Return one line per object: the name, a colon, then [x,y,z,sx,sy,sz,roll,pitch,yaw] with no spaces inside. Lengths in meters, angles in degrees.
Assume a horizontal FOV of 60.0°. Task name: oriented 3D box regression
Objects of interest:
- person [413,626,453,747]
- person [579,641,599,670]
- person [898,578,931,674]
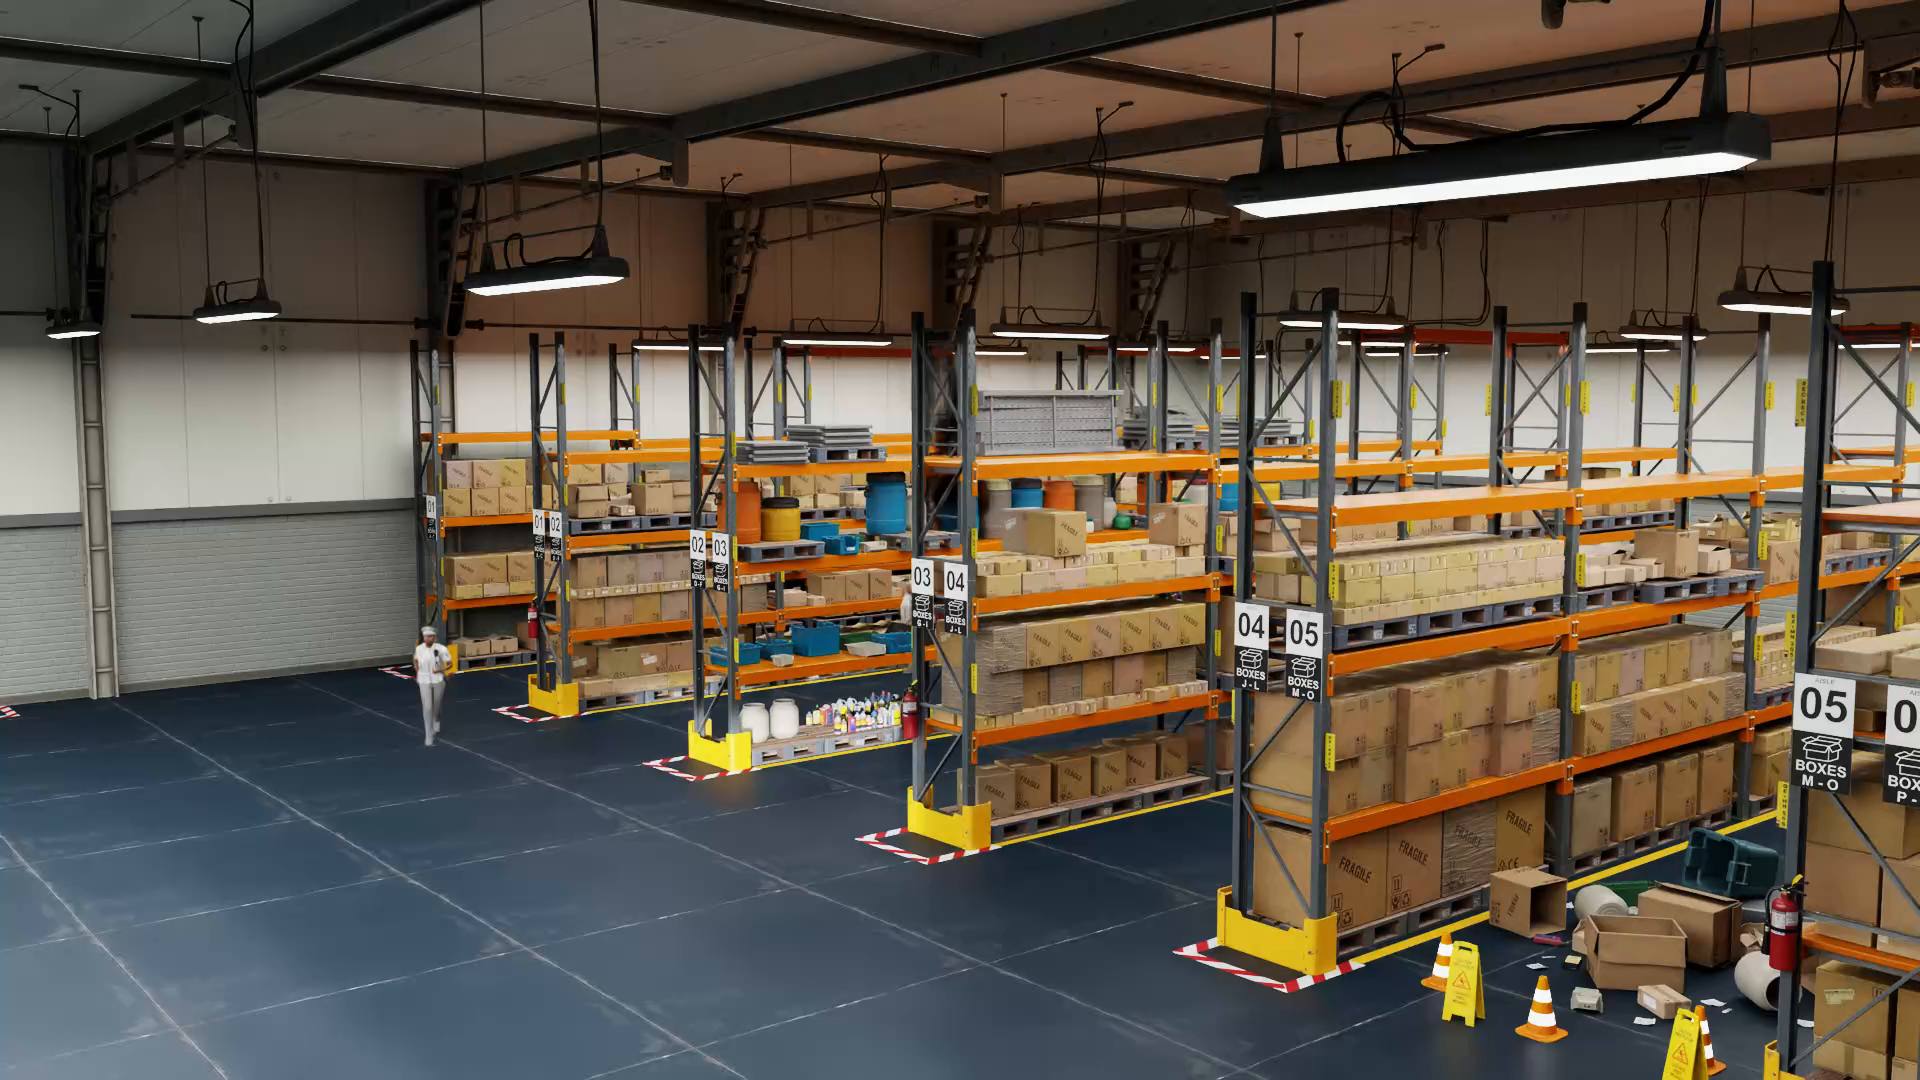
person: [-7.675,2.098,24.231,0.579,1.734,0.833,-1,5,-10]
person: [-6.507,1.757,28.457,0.541,1.584,1.000,5,7,41]
person: [-0.803,1.470,28.301,0.523,1.642,0.601,-5,7,-44]
